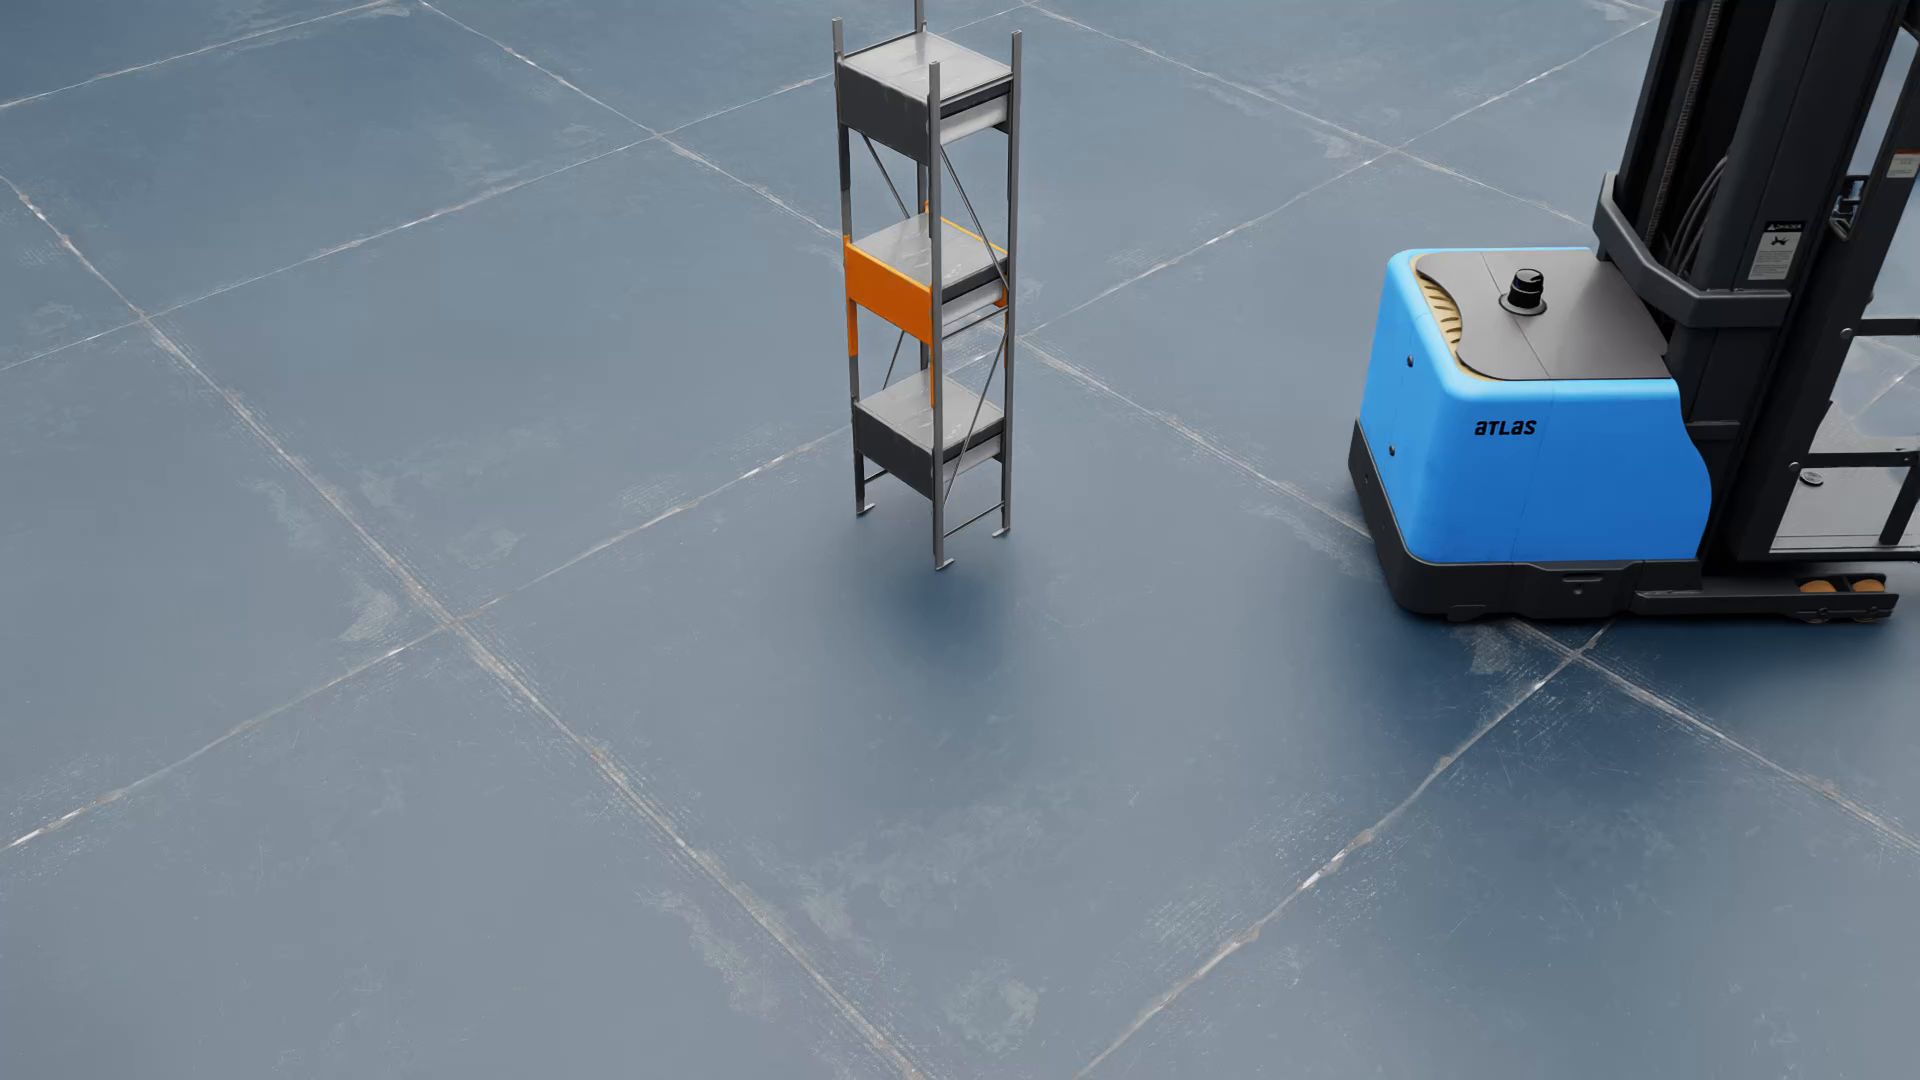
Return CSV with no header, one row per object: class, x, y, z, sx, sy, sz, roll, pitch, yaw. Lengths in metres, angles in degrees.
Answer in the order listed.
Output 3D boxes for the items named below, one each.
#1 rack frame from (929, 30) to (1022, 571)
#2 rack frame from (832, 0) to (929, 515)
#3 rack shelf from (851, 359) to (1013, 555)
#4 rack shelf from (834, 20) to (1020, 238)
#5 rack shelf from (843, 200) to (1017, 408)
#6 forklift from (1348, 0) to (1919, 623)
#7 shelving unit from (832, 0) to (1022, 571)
rack frame,0.053,-0.781,6.045,0.400,2.100,0.015,-30,48,-32
rack frame,-0.277,-1.006,6.325,0.400,2.100,0.015,-30,48,-32
rack shelf,-0.112,-0.338,6.634,0.431,0.518,0.480,-30,48,-32
rack shelf,-0.112,-1.427,5.754,0.431,0.518,0.480,-30,48,-32
rack shelf,-0.112,-0.883,6.194,0.431,0.518,0.480,-30,48,-32
forklift,3.164,-1.157,5.850,3.031,2.935,1.130,-1,39,-1
shelving unit,-0.112,-0.893,6.185,0.431,2.100,0.503,-30,48,-32
